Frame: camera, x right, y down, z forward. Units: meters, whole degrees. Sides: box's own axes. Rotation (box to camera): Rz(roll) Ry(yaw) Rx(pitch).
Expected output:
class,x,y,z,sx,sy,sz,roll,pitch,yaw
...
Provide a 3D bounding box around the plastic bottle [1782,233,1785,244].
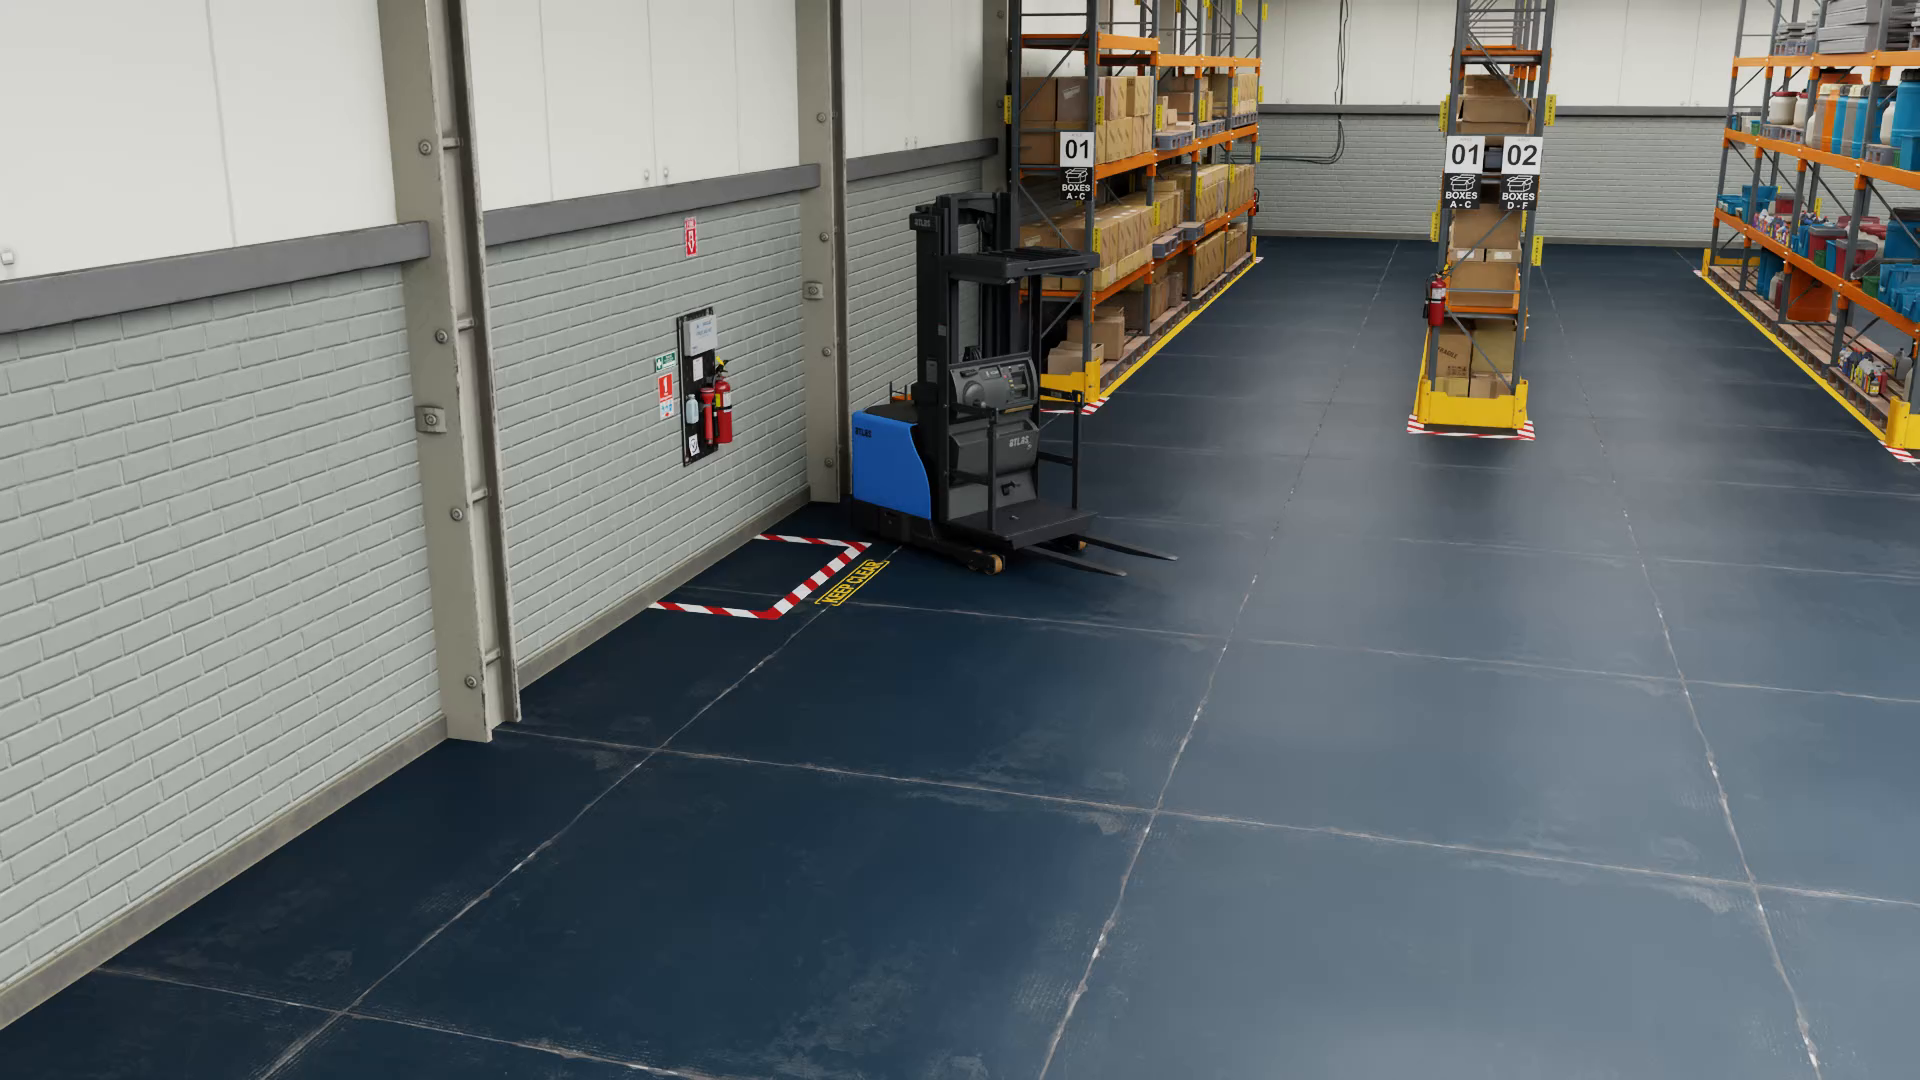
class,x,y,z,sx,sy,sz,roll,pitch,yaw
plastic bottle,12.722,-4.658,25.617,0.097,0.201,0.097,0,16,0

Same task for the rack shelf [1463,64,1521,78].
class,x,y,z,sx,sy,sz,roll,pitch,yaw
rack shelf,8.693,-7.756,27.233,1.077,0.370,4.000,5,16,16

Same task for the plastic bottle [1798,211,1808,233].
class,x,y,z,sx,sy,sz,roll,pitch,yaw
plastic bottle,13.871,-5.219,27.324,0.144,0.351,0.185,5,16,16

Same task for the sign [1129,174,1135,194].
class,x,y,z,sx,sy,sz,roll,pitch,yaw
sign,2.841,-5.867,27.396,0.100,0.325,0.005,5,16,16

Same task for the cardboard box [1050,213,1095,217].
class,x,y,z,sx,sy,sz,roll,pitch,yaw
cardboard box,1.469,-4.011,21.838,0.500,0.500,0.500,5,17,17

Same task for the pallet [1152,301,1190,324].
class,x,y,z,sx,sy,sz,roll,pitch,yaw
pallet,3.151,-3.722,27.065,1.003,0.211,1.213,5,16,16

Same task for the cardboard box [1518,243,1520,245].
class,x,y,z,sx,sy,sz,roll,pitch,yaw
cardboard box,6.314,-3.372,19.350,0.380,0.149,0.250,5,16,16

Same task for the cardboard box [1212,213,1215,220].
class,x,y,z,sx,sy,sz,roll,pitch,yaw
cardboard box,4.369,-5.828,29.804,0.380,0.149,0.250,5,16,16

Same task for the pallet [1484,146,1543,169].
class,x,y,z,sx,sy,sz,roll,pitch,yaw
pallet,6.077,-4.375,18.923,1.003,0.211,1.213,5,16,16

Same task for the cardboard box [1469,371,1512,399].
class,x,y,z,sx,sy,sz,roll,pitch,yaw
cardboard box,6.217,-1.794,19.427,0.500,0.250,0.500,5,16,16

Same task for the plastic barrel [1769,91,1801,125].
class,x,y,z,sx,sy,sz,roll,pitch,yaw
plastic barrel,13.620,-7.138,27.484,0.433,0.535,0.433,0,16,0

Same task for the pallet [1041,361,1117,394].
class,x,y,z,sx,sy,sz,roll,pitch,yaw
pallet,1.387,-2.063,21.216,1.003,0.211,1.213,5,16,16

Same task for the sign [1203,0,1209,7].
class,x,y,z,sx,sy,sz,roll,pitch,yaw
sign,3.897,-8.602,26.309,0.100,0.325,0.005,5,16,16

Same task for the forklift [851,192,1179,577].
class,x,y,z,sx,sy,sz,roll,pitch,yaw
forklift,0.428,-1.287,13.495,1.130,2.935,3.031,-15,21,-41

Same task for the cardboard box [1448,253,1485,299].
class,x,y,z,sx,sy,sz,roll,pitch,yaw
cardboard box,6.141,-3.099,19.574,0.700,0.500,0.500,5,17,17

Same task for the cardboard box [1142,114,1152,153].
class,x,y,z,sx,sy,sz,roll,pitch,yaw
cardboard box,2.330,-5.570,22.754,0.500,0.500,0.500,5,17,17

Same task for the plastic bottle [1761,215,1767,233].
class,x,y,z,sx,sy,sz,roll,pitch,yaw
plastic bottle,13.244,-5.195,27.361,0.061,0.283,0.133,5,16,16

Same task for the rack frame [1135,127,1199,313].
class,x,y,z,sx,sy,sz,roll,pitch,yaw
rack frame,3.374,-5.268,27.405,1.000,3.000,0.127,5,16,16

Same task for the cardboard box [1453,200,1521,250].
class,x,y,z,sx,sy,sz,roll,pitch,yaw
cardboard box,6.011,-3.599,18.960,0.700,0.500,0.500,5,16,16

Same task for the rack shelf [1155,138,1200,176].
class,x,y,z,sx,sy,sz,roll,pitch,yaw
rack shelf,2.806,-5.842,25.249,1.077,0.370,4.000,5,16,16

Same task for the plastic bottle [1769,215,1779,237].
class,x,y,z,sx,sy,sz,roll,pitch,yaw
plastic bottle,13.079,-5.035,26.676,0.144,0.351,0.185,5,16,16

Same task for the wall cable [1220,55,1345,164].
class,x,y,z,sx,sy,sz,roll,pitch,yaw
wall cable,7.598,-10.205,39.508,3.097,2.526,0.112,5,16,16

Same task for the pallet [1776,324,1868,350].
class,x,y,z,sx,sy,sz,roll,pitch,yaw
pallet,12.615,-2.958,24.373,1.003,0.211,1.213,5,16,16

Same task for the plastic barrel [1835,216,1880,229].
class,x,y,z,sx,sy,sz,roll,pitch,yaw
plastic barrel,13.031,-4.420,24.167,0.600,0.536,0.708,5,16,16

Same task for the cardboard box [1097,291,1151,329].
class,x,y,z,sx,sy,sz,roll,pitch,yaw
cardboard box,2.431,-3.424,24.680,0.700,0.500,0.500,5,17,18

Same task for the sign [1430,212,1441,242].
class,x,y,z,sx,sy,sz,roll,pitch,yaw
sign,5.335,-3.508,18.646,0.100,0.325,0.005,5,16,16

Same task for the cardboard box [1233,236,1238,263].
class,x,y,z,sx,sy,sz,roll,pitch,yaw
cardboard box,5.116,-5.767,32.975,0.700,0.500,0.500,5,17,17

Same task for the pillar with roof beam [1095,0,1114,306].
class,x,y,z,sx,sy,sz,roll,pitch,yaw
pillar with roof beam,6.303,-7.547,24.447,9.100,9.000,0.400,5,16,16

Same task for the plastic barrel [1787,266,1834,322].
class,x,y,z,sx,sy,sz,roll,pitch,yaw
plastic barrel,12.996,-3.787,25.391,0.600,0.830,0.708,5,16,16

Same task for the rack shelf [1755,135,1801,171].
class,x,y,z,sx,sy,sz,roll,pitch,yaw
rack shelf,13.441,-6.120,26.230,1.077,0.370,4.000,5,16,16

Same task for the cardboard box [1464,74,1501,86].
class,x,y,z,sx,sy,sz,roll,pitch,yaw
cardboard box,9.774,-8.427,31.031,0.700,0.500,0.500,5,16,16

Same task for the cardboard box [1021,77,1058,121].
class,x,y,z,sx,sy,sz,roll,pitch,yaw
cardboard box,0.973,-5.290,19.933,0.500,0.500,0.500,5,17,18

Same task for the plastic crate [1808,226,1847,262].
class,x,y,z,sx,sy,sz,roll,pitch,yaw
plastic crate,12.120,-4.131,23.281,0.402,0.464,0.583,5,16,16

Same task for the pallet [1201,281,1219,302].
class,x,y,z,sx,sy,sz,roll,pitch,yaw
pallet,4.019,-4.445,29.614,1.003,0.211,1.213,5,16,16

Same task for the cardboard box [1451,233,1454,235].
class,x,y,z,sx,sy,sz,roll,pitch,yaw
cardboard box,6.216,-3.673,20.409,0.380,0.149,0.250,4,16,15

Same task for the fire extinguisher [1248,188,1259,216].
class,x,y,z,sx,sy,sz,roll,pitch,yaw
fire extinguisher,6.133,-7.148,34.858,0.296,0.674,0.183,5,16,16

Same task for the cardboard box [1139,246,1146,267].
class,x,y,z,sx,sy,sz,roll,pitch,yaw
cardboard box,2.244,-3.882,22.756,0.500,0.250,0.500,5,17,16

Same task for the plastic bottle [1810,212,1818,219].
class,x,y,z,sx,sy,sz,roll,pitch,yaw
plastic bottle,14.010,-5.208,27.285,0.144,0.351,0.185,5,16,16

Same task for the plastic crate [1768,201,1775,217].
class,x,y,z,sx,sy,sz,roll,pitch,yaw
plastic crate,14.620,-5.903,29.752,0.437,0.282,0.530,5,16,16

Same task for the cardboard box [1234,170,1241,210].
class,x,y,z,sx,sy,sz,roll,pitch,yaw
cardboard box,4.894,-6.790,32.221,0.980,0.700,0.700,4,16,14

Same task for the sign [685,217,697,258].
class,x,y,z,sx,sy,sz,roll,pitch,yaw
sign,-2.071,-2.333,12.808,0.001,0.298,0.199,5,16,16

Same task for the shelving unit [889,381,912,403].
class,x,y,z,sx,sy,sz,roll,pitch,yaw
shelving unit,-0.366,-0.868,15.192,0.503,1.200,0.258,-13,20,-38

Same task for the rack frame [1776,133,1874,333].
class,x,y,z,sx,sy,sz,roll,pitch,yaw
rack frame,12.873,-4.500,24.696,1.000,3.000,0.127,5,16,16

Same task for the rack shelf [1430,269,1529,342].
class,x,y,z,sx,sy,sz,roll,pitch,yaw
rack shelf,6.420,-2.969,20.618,1.077,0.370,4.000,5,16,16

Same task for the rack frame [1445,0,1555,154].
class,x,y,z,sx,sy,sz,roll,pitch,yaw
rack frame,5.851,-5.678,17.856,1.000,3.000,0.127,5,16,16

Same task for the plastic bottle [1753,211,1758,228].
class,x,y,z,sx,sy,sz,roll,pitch,yaw
plastic bottle,13.496,-5.427,28.180,0.061,0.283,0.133,5,16,16

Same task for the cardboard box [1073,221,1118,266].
class,x,y,z,sx,sy,sz,roll,pitch,yaw
cardboard box,1.675,-3.703,20.752,0.500,0.500,0.500,5,16,16

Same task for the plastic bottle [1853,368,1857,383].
class,x,y,z,sx,sy,sz,roll,pitch,yaw
plastic bottle,10.952,-2.018,20.269,0.097,0.201,0.097,0,16,0

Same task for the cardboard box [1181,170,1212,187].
class,x,y,z,sx,sy,sz,roll,pitch,yaw
cardboard box,4.041,-6.200,28.552,0.500,0.250,0.500,5,17,16

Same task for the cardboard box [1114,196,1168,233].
class,x,y,z,sx,sy,sz,roll,pitch,yaw
cardboard box,2.738,-4.932,25.231,0.700,0.500,0.500,7,17,24

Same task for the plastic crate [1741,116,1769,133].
class,x,y,z,sx,sy,sz,roll,pitch,yaw
plastic crate,14.221,-7.423,29.722,0.437,0.282,0.530,5,16,16

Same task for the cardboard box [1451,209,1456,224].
class,x,y,z,sx,sy,sz,roll,pitch,yaw
cardboard box,8.196,-5.308,26.595,0.700,0.500,0.500,-1,16,-3

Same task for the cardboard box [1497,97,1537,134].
class,x,y,z,sx,sy,sz,roll,pitch,yaw
cardboard box,6.585,-4.966,19.633,0.500,0.500,0.500,5,16,16

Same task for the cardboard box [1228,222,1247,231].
class,x,y,z,sx,sy,sz,roll,pitch,yaw
cardboard box,5.683,-6.434,34.138,0.380,0.149,0.250,4,16,15

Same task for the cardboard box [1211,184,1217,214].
class,x,y,z,sx,sy,sz,roll,pitch,yaw
cardboard box,4.198,-5.979,29.146,0.500,0.500,0.500,5,17,17

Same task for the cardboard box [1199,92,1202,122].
class,x,y,z,sx,sy,sz,roll,pitch,yaw
cardboard box,3.727,-7.388,28.395,0.700,0.500,0.500,6,17,19
